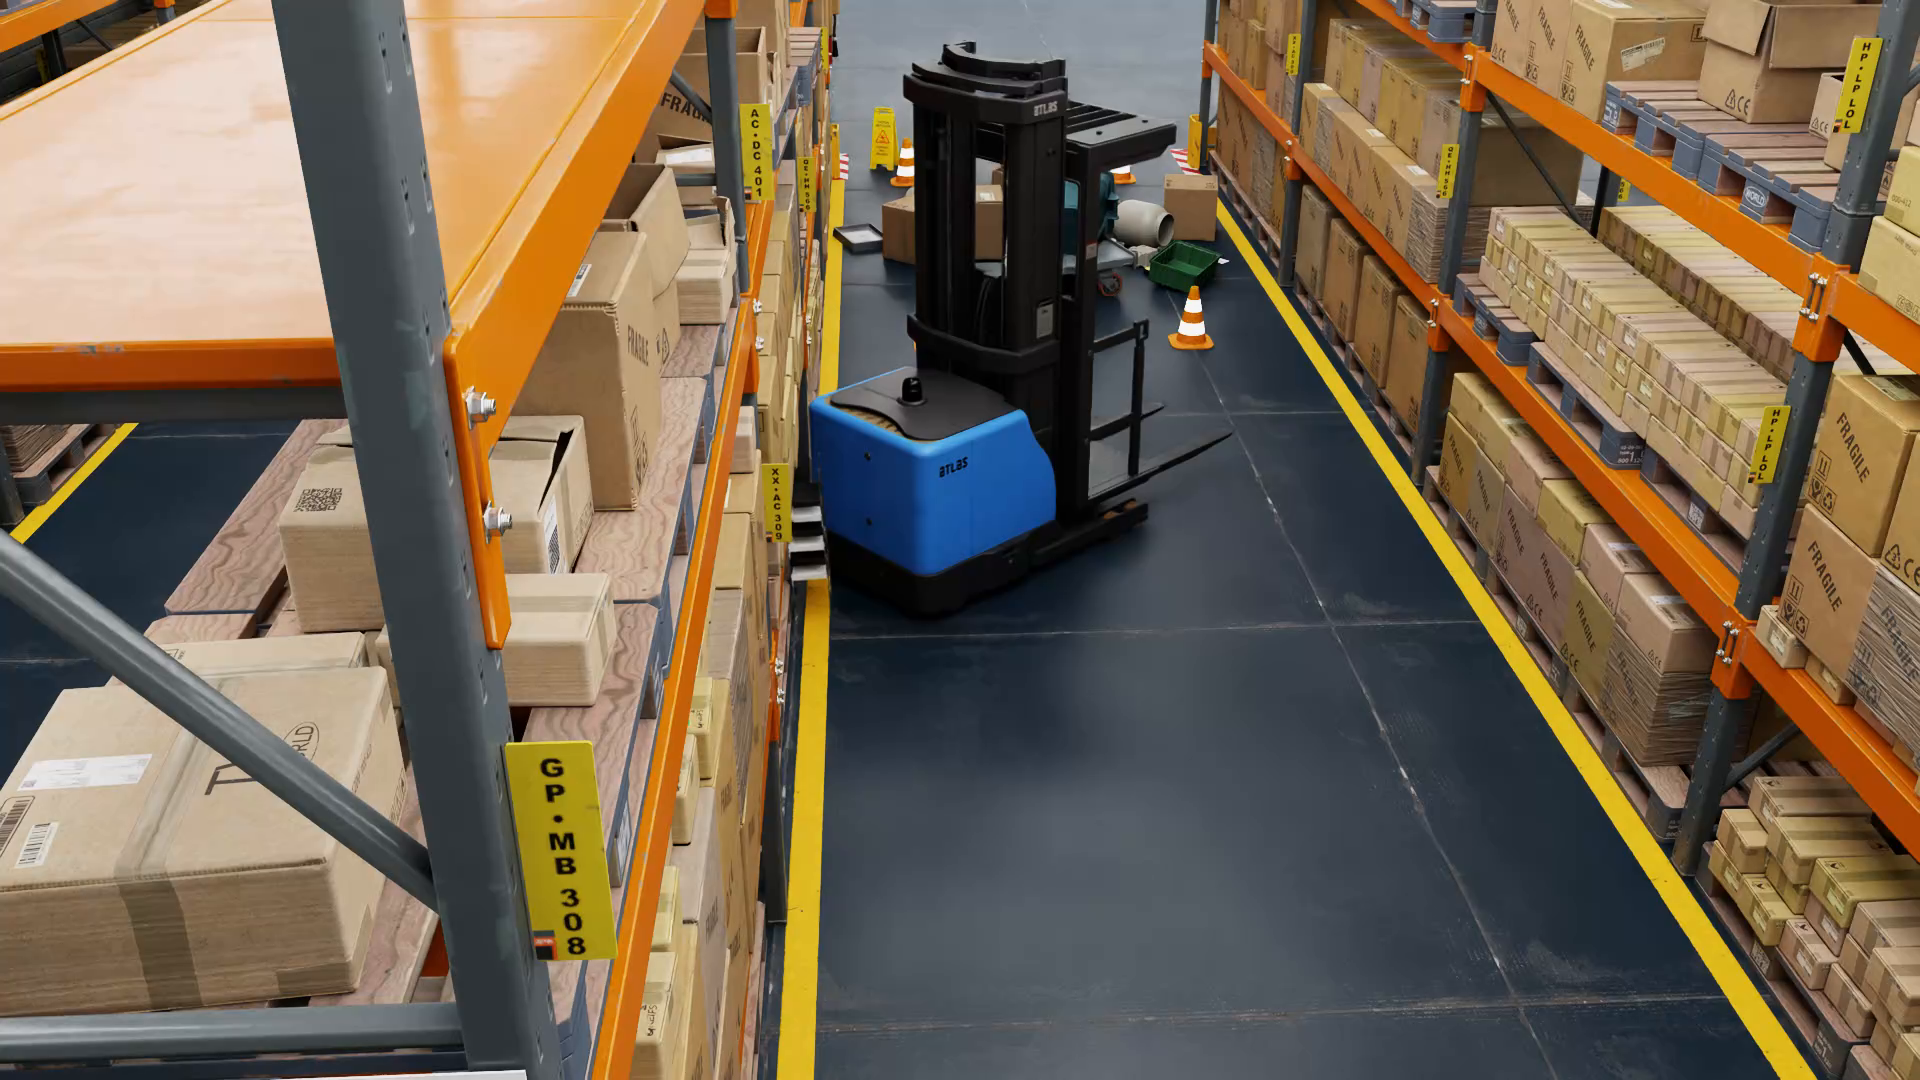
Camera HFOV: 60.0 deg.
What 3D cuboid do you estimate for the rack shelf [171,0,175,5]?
[{"bbox_3d":[-6.720,-5.212,14.534,1.077,0.370,4.000,-1,28,-3],"label":"rack shelf"}]

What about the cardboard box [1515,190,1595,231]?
[{"bbox_3d":[3.734,-1.976,10.687,0.500,0.500,0.500,-1,28,-2],"label":"cardboard box"}]

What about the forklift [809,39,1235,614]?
[{"bbox_3d":[0.533,-1.464,9.888,3.031,2.935,1.130,-24,36,-38],"label":"forklift"}]

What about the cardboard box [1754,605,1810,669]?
[{"bbox_3d":[3.385,0.379,6.551,0.380,0.149,0.250,0,28,-1],"label":"cardboard box"}]

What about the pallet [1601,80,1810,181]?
[{"bbox_3d":[3.714,-1.884,7.578,1.213,0.211,1.003,-1,28,-3],"label":"pallet"}]

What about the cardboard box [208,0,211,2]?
[{"bbox_3d":[-6.976,-4.949,15.364,0.380,0.149,0.250,-1,28,-1],"label":"cardboard box"}]

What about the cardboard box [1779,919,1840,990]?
[{"bbox_3d":[3.474,1.620,6.530,0.380,0.149,0.250,-2,28,-3],"label":"cardboard box"}]

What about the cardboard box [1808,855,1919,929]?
[{"bbox_3d":[3.525,1.352,6.400,0.380,0.149,0.250,-2,28,-3],"label":"cardboard box"}]

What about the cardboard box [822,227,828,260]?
[{"bbox_3d":[-1.420,-2.645,14.597,0.500,0.250,0.500,-3,28,-5],"label":"cardboard box"}]

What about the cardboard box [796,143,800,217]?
[{"bbox_3d":[-1.243,-2.128,10.202,0.500,0.500,0.500,-2,28,-4],"label":"cardboard box"}]

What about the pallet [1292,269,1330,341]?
[{"bbox_3d":[3.394,-1.974,13.807,1.003,0.211,1.213,-1,28,-3],"label":"pallet"}]

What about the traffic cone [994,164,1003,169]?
[{"bbox_3d":[0.533,-4.138,17.683,0.336,0.463,0.334,-1,28,-3],"label":"traffic cone"}]

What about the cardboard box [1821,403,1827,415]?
[{"bbox_3d":[4.106,-0.509,7.479,0.380,0.149,0.250,-1,28,-1],"label":"cardboard box"}]

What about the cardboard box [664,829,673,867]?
[{"bbox_3d":[-0.857,0.714,3.747,0.380,0.149,0.250,-1,28,-2],"label":"cardboard box"}]

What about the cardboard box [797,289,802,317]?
[{"bbox_3d":[-1.165,-1.258,9.580,0.500,0.250,0.500,-2,28,-4],"label":"cardboard box"}]

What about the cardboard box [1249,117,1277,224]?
[{"bbox_3d":[3.265,-3.518,15.594,0.875,0.875,0.875,-1,28,-2],"label":"cardboard box"}]

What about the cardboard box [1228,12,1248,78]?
[{"bbox_3d":[3.089,-4.794,16.035,0.875,0.550,0.550,-1,28,-3],"label":"cardboard box"}]

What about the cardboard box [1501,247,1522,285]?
[{"bbox_3d":[3.329,-1.571,9.515,0.380,0.149,0.250,0,28,0],"label":"cardboard box"}]

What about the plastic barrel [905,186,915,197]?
[{"bbox_3d":[-0.248,-3.187,15.902,0.512,0.421,0.421,19,33,32],"label":"plastic barrel"}]

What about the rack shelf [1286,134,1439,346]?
[{"bbox_3d":[3.383,-2.323,12.237,1.077,0.370,4.000,-1,28,-3],"label":"rack shelf"}]

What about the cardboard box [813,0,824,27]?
[{"bbox_3d":[-1.466,-4.227,13.600,0.700,0.500,0.500,-2,28,-3],"label":"cardboard box"}]

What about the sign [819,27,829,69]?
[{"bbox_3d":[-1.105,-3.927,13.284,0.100,0.325,0.005,-1,28,-3],"label":"sign"}]

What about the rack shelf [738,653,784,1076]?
[{"bbox_3d":[-1.137,1.538,4.835,1.077,0.370,4.000,-1,28,-3],"label":"rack shelf"}]

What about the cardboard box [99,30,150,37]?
[{"bbox_3d":[-6.933,-4.120,13.775,0.380,0.149,0.250,-2,28,-3],"label":"cardboard box"}]

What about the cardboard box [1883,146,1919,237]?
[{"bbox_3d":[3.482,-1.128,5.547,0.500,0.250,0.500,0,28,-1],"label":"cardboard box"}]

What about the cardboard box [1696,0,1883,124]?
[{"bbox_3d":[3.747,-2.149,7.318,0.797,0.503,0.637,-2,28,-3],"label":"cardboard box"}]

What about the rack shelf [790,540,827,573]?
[{"bbox_3d":[-0.851,0.087,9.361,0.200,0.077,0.258,-4,27,-1],"label":"rack shelf"}]

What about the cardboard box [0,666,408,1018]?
[{"bbox_3d":[-1.146,0.443,2.513,0.500,0.250,0.500,-4,28,-7],"label":"cardboard box"}]

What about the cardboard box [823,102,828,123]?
[{"bbox_3d":[-1.457,-4.064,15.805,0.380,0.149,0.250,0,28,0],"label":"cardboard box"}]

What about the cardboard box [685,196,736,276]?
[{"bbox_3d":[-0.888,-0.918,5.106,0.396,0.266,0.258,-1,28,-1],"label":"cardboard box"}]

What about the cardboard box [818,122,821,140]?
[{"bbox_3d":[-1.355,-3.441,13.875,0.380,0.149,0.250,-2,28,-3],"label":"cardboard box"}]

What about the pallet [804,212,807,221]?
[{"bbox_3d":[-1.594,-2.380,11.777,1.003,0.211,1.213,-1,28,-3],"label":"pallet"}]

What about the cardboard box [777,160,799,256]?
[{"bbox_3d":[-1.162,-1.807,9.282,0.500,0.500,0.500,-2,28,-4],"label":"cardboard box"}]

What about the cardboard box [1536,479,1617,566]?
[{"bbox_3d":[3.350,-0.100,8.637,0.500,0.250,0.500,-3,28,-5],"label":"cardboard box"}]

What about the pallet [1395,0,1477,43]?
[{"bbox_3d":[3.401,-3.260,10.218,1.213,0.211,1.003,0,28,0],"label":"pallet"}]

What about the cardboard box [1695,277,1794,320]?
[{"bbox_3d":[4.036,-1.244,8.566,0.380,0.149,0.250,0,28,0],"label":"cardboard box"}]

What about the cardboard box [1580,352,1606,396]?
[{"bbox_3d":[3.393,-0.849,8.451,0.380,0.149,0.250,-2,28,-4],"label":"cardboard box"}]

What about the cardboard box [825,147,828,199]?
[{"bbox_3d":[-1.460,-3.224,14.897,0.500,0.500,0.500,0,28,-1],"label":"cardboard box"}]

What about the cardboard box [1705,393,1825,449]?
[{"bbox_3d":[3.466,-0.514,7.166,0.380,0.149,0.250,-2,28,-4],"label":"cardboard box"}]

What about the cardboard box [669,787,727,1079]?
[{"bbox_3d":[-0.842,0.951,3.994,0.500,0.500,0.500,-2,28,-3],"label":"cardboard box"}]

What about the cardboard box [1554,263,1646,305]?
[{"bbox_3d":[3.373,-1.354,8.776,0.380,0.149,0.250,0,28,0],"label":"cardboard box"}]

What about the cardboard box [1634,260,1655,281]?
[{"bbox_3d":[4.000,-1.463,9.307,0.380,0.149,0.250,-1,28,-1],"label":"cardboard box"}]

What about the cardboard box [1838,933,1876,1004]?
[{"bbox_3d":[3.559,1.601,6.243,0.380,0.149,0.250,-3,28,-5],"label":"cardboard box"}]

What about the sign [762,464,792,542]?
[{"bbox_3d":[-0.687,-0.138,6.248,0.100,0.325,0.005,-1,28,-3],"label":"sign"}]

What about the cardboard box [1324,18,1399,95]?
[{"bbox_3d":[3.311,-3.824,13.148,0.700,0.500,0.500,-2,28,-4],"label":"cardboard box"}]

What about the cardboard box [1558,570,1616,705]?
[{"bbox_3d":[3.380,0.479,8.337,0.500,0.500,0.500,-2,28,-4],"label":"cardboard box"}]

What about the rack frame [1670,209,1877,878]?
[{"bbox_3d":[3.697,0.129,6.758,1.000,3.000,0.127,-1,28,-3],"label":"rack frame"}]

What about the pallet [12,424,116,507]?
[{"bbox_3d":[-6.411,-0.575,11.124,1.003,0.211,1.213,-1,28,-3],"label":"pallet"}]

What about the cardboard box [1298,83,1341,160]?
[{"bbox_3d":[3.038,-3.360,13.341,0.500,0.500,0.500,-1,28,-2],"label":"cardboard box"}]

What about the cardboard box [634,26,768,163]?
[{"bbox_3d":[-0.998,-1.679,6.420,0.500,0.500,0.500,-2,28,-4],"label":"cardboard box"}]

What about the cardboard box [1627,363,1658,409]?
[{"bbox_3d":[3.423,-0.739,7.919,0.380,0.149,0.250,-3,28,-5],"label":"cardboard box"}]

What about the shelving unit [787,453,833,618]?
[{"bbox_3d":[-0.856,-0.023,9.305,0.210,0.900,0.258,-4,27,-1],"label":"shelving unit"}]

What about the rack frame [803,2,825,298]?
[{"bbox_3d":[-1.659,-3.399,13.523,1.000,3.000,0.127,-1,28,-3],"label":"rack frame"}]

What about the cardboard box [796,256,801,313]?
[{"bbox_3d":[-1.171,-1.489,9.483,0.500,0.250,0.500,-1,28,-3],"label":"cardboard box"}]

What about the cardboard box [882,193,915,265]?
[{"bbox_3d":[-0.356,-2.819,15.113,0.500,0.500,0.500,19,33,32],"label":"cardboard box"}]

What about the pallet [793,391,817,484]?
[{"bbox_3d":[-1.490,-0.676,11.318,1.003,0.211,1.213,-1,28,-3],"label":"pallet"}]
